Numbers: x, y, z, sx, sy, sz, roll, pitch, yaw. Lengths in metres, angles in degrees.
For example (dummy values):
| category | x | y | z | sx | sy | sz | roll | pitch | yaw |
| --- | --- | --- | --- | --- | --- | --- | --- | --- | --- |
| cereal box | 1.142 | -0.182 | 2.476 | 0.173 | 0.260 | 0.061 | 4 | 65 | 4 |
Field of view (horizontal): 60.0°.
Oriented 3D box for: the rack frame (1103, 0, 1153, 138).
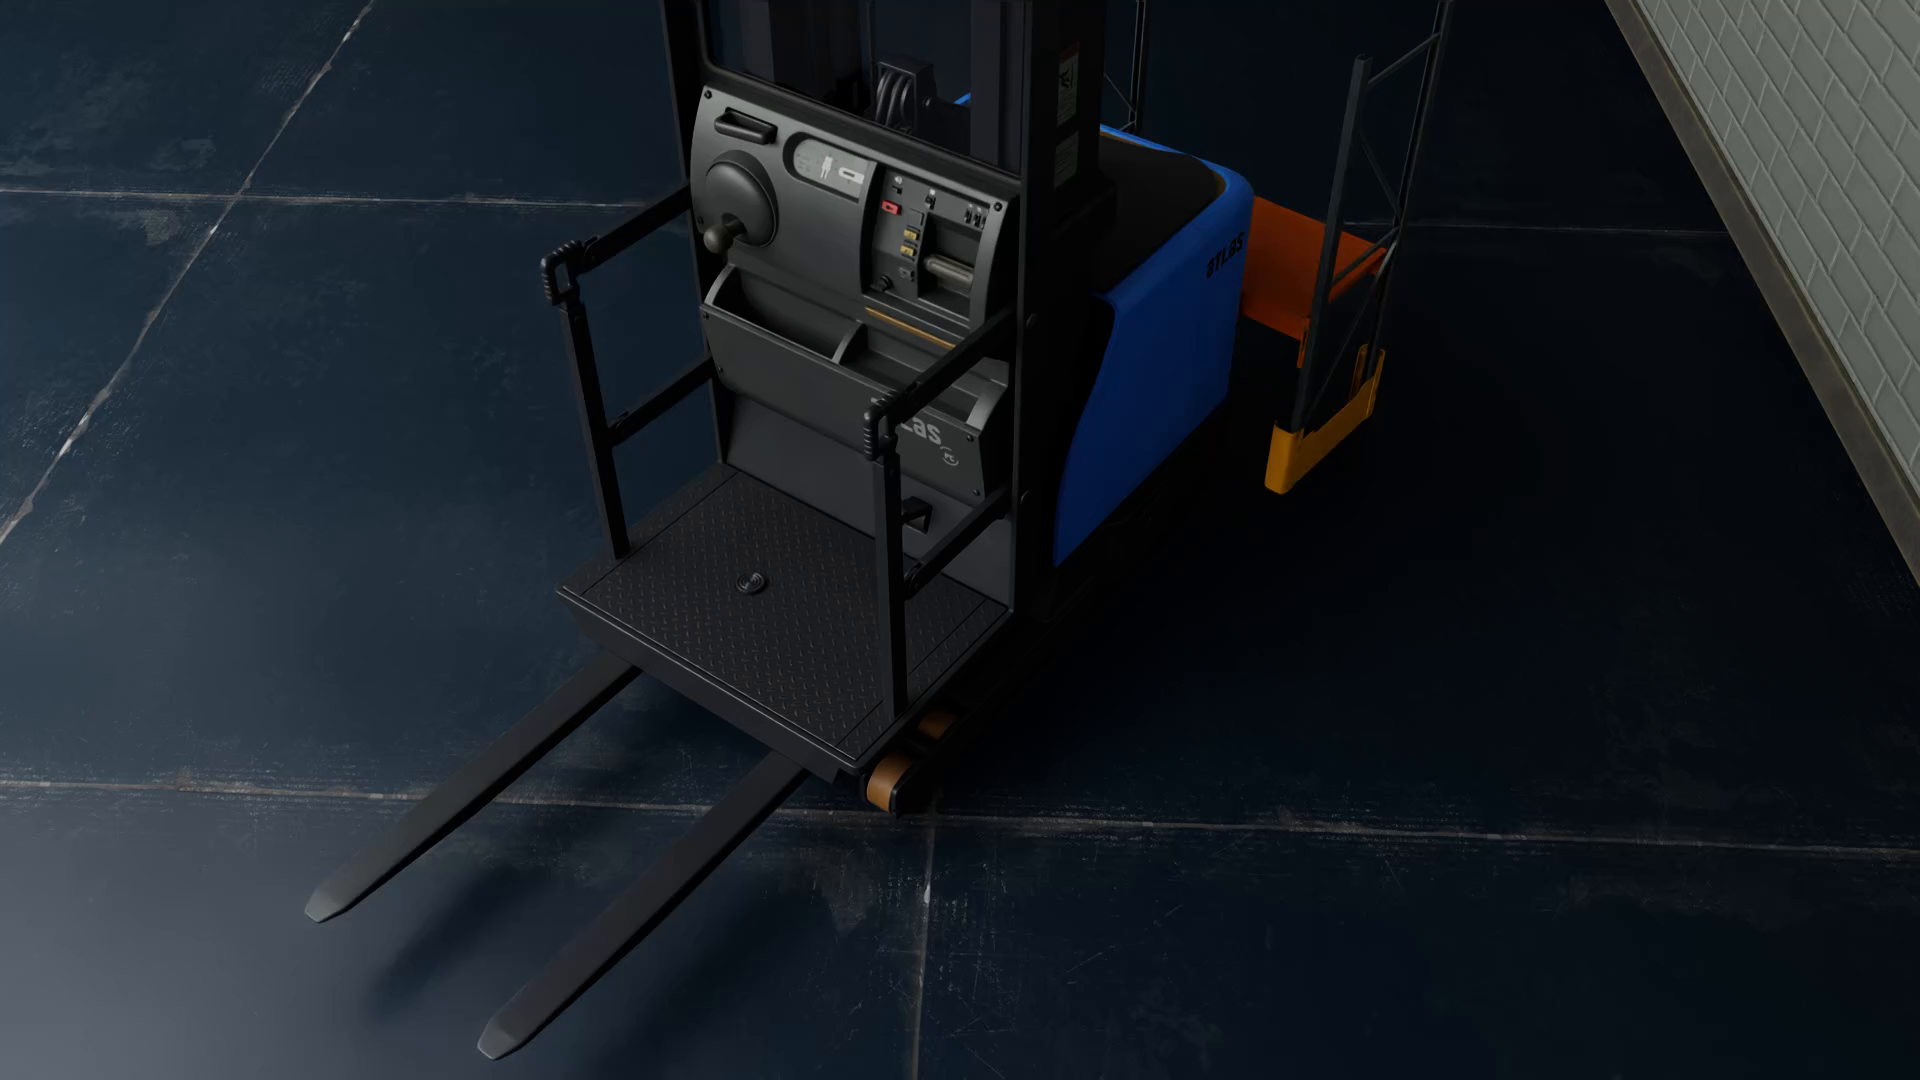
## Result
| category | x | y | z | sx | sy | sz | roll | pitch | yaw |
| --- | --- | --- | --- | --- | --- | --- | --- | --- | --- |
| rack frame | 0.451 | -1.304 | 5.550 | 0.032 | 1.500 | 0.500 | 30 | 51 | 28 |

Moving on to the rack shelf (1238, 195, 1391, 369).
| category | x | y | z | sx | sy | sz | roll | pitch | yaw |
| --- | --- | --- | --- | --- | --- | --- | --- | --- | --- |
| rack shelf | 0.837 | -0.947 | 5.430 | 1.000 | 0.185 | 0.538 | 30 | 51 | 28 |

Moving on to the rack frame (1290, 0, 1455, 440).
| category | x | y | z | sx | sy | sz | roll | pitch | yaw |
| --- | --- | --- | --- | --- | --- | --- | --- | --- | --- |
| rack frame | 1.223 | -0.854 | 5.066 | 0.032 | 1.500 | 0.500 | 30 | 51 | 28 |

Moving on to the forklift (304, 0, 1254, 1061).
| category | x | y | z | sx | sy | sz | roll | pitch | yaw |
| --- | --- | --- | --- | --- | --- | --- | --- | --- | --- |
| forklift | -0.407 | -0.721 | 3.874 | 1.130 | 2.935 | 3.031 | 27 | 49 | 26 |

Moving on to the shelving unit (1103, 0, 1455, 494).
| category | x | y | z | sx | sy | sz | roll | pitch | yaw |
| --- | --- | --- | --- | --- | --- | --- | --- | --- | --- |
| shelving unit | 0.830 | -1.083 | 5.312 | 1.083 | 1.500 | 0.587 | 30 | 51 | 28 |

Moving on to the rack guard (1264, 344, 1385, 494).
| category | x | y | z | sx | sy | sz | roll | pitch | yaw |
| --- | --- | --- | --- | --- | --- | --- | --- | --- | --- |
| rack guard | 1.208 | -0.405 | 5.501 | 0.087 | 0.250 | 0.587 | 30 | 51 | 28 |
